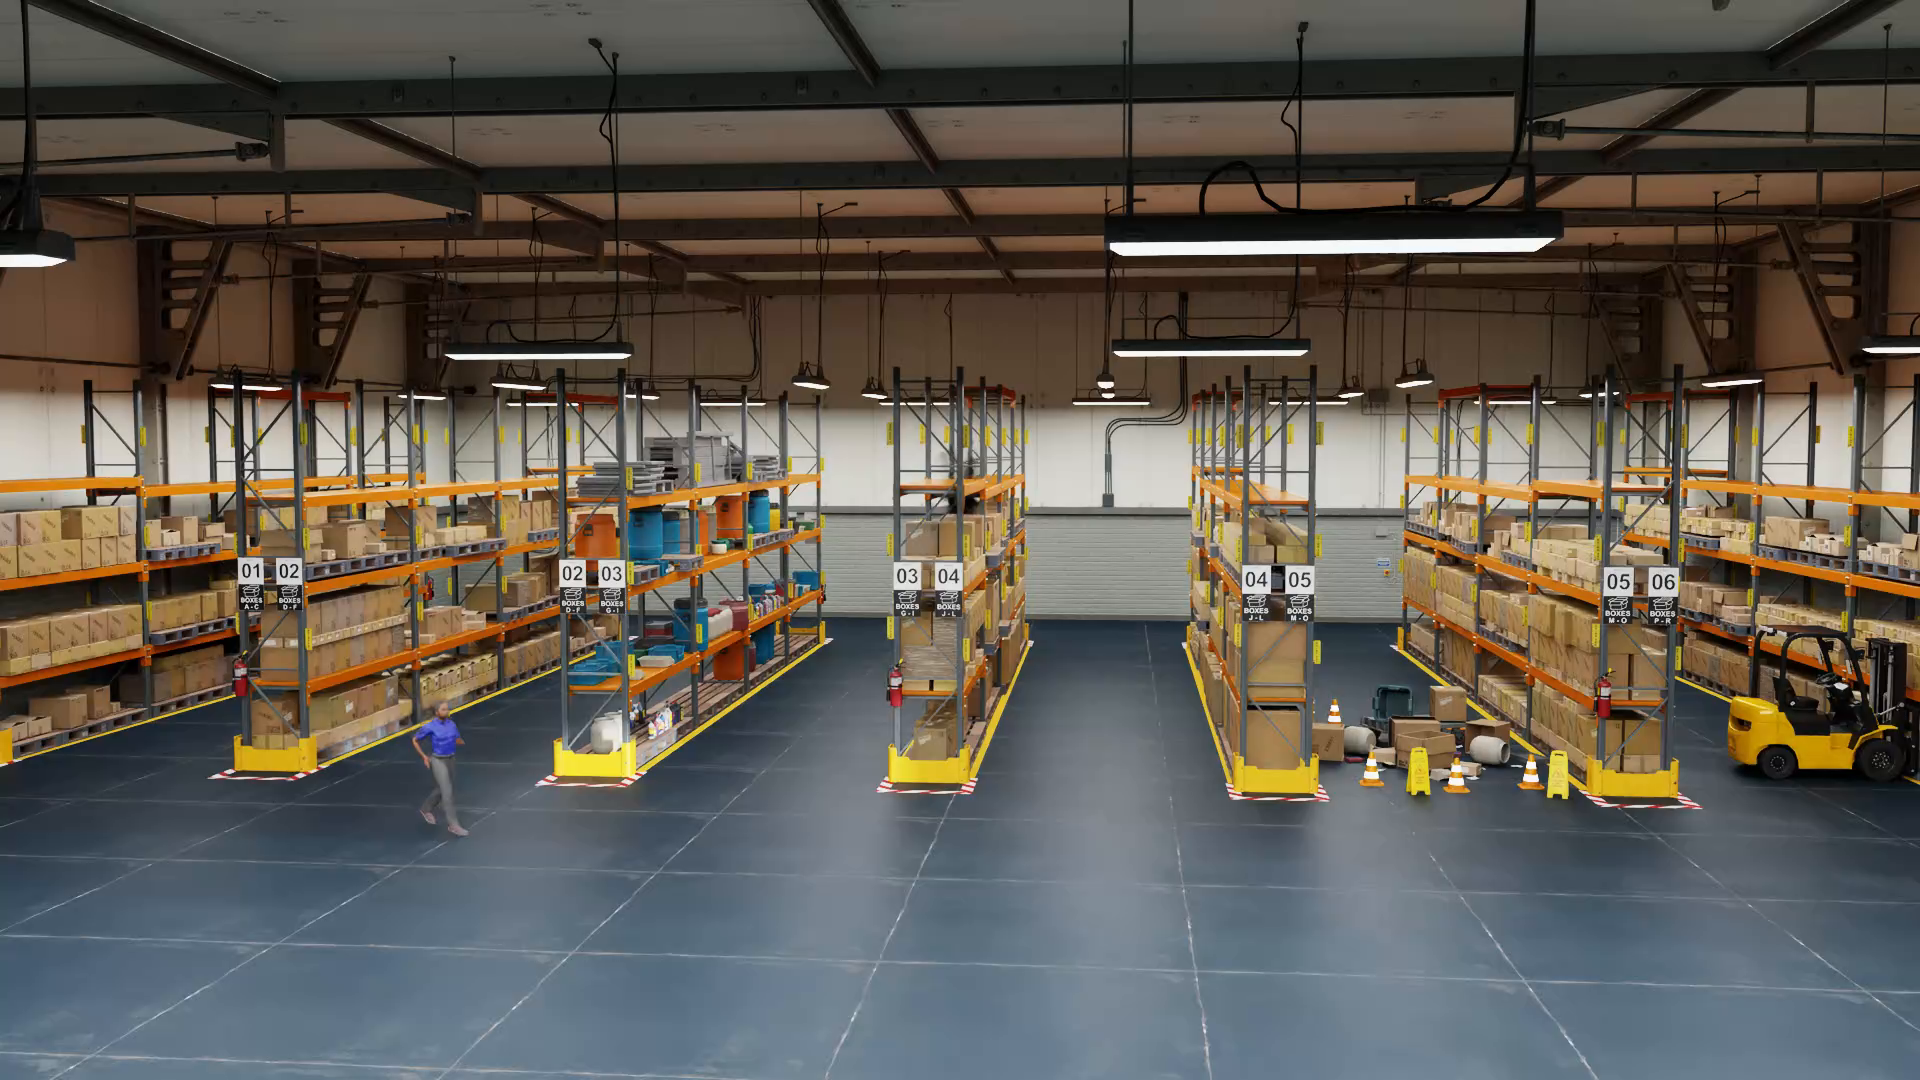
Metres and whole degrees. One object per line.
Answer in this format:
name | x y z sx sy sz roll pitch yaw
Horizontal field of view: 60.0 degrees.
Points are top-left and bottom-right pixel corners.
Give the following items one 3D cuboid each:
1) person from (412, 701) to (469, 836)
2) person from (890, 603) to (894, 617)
person | -6.537 2.850 20.976 0.929 1.658 0.570 2 4 28
person | -1.103 1.778 33.583 0.627 1.831 0.702 0 4 4
